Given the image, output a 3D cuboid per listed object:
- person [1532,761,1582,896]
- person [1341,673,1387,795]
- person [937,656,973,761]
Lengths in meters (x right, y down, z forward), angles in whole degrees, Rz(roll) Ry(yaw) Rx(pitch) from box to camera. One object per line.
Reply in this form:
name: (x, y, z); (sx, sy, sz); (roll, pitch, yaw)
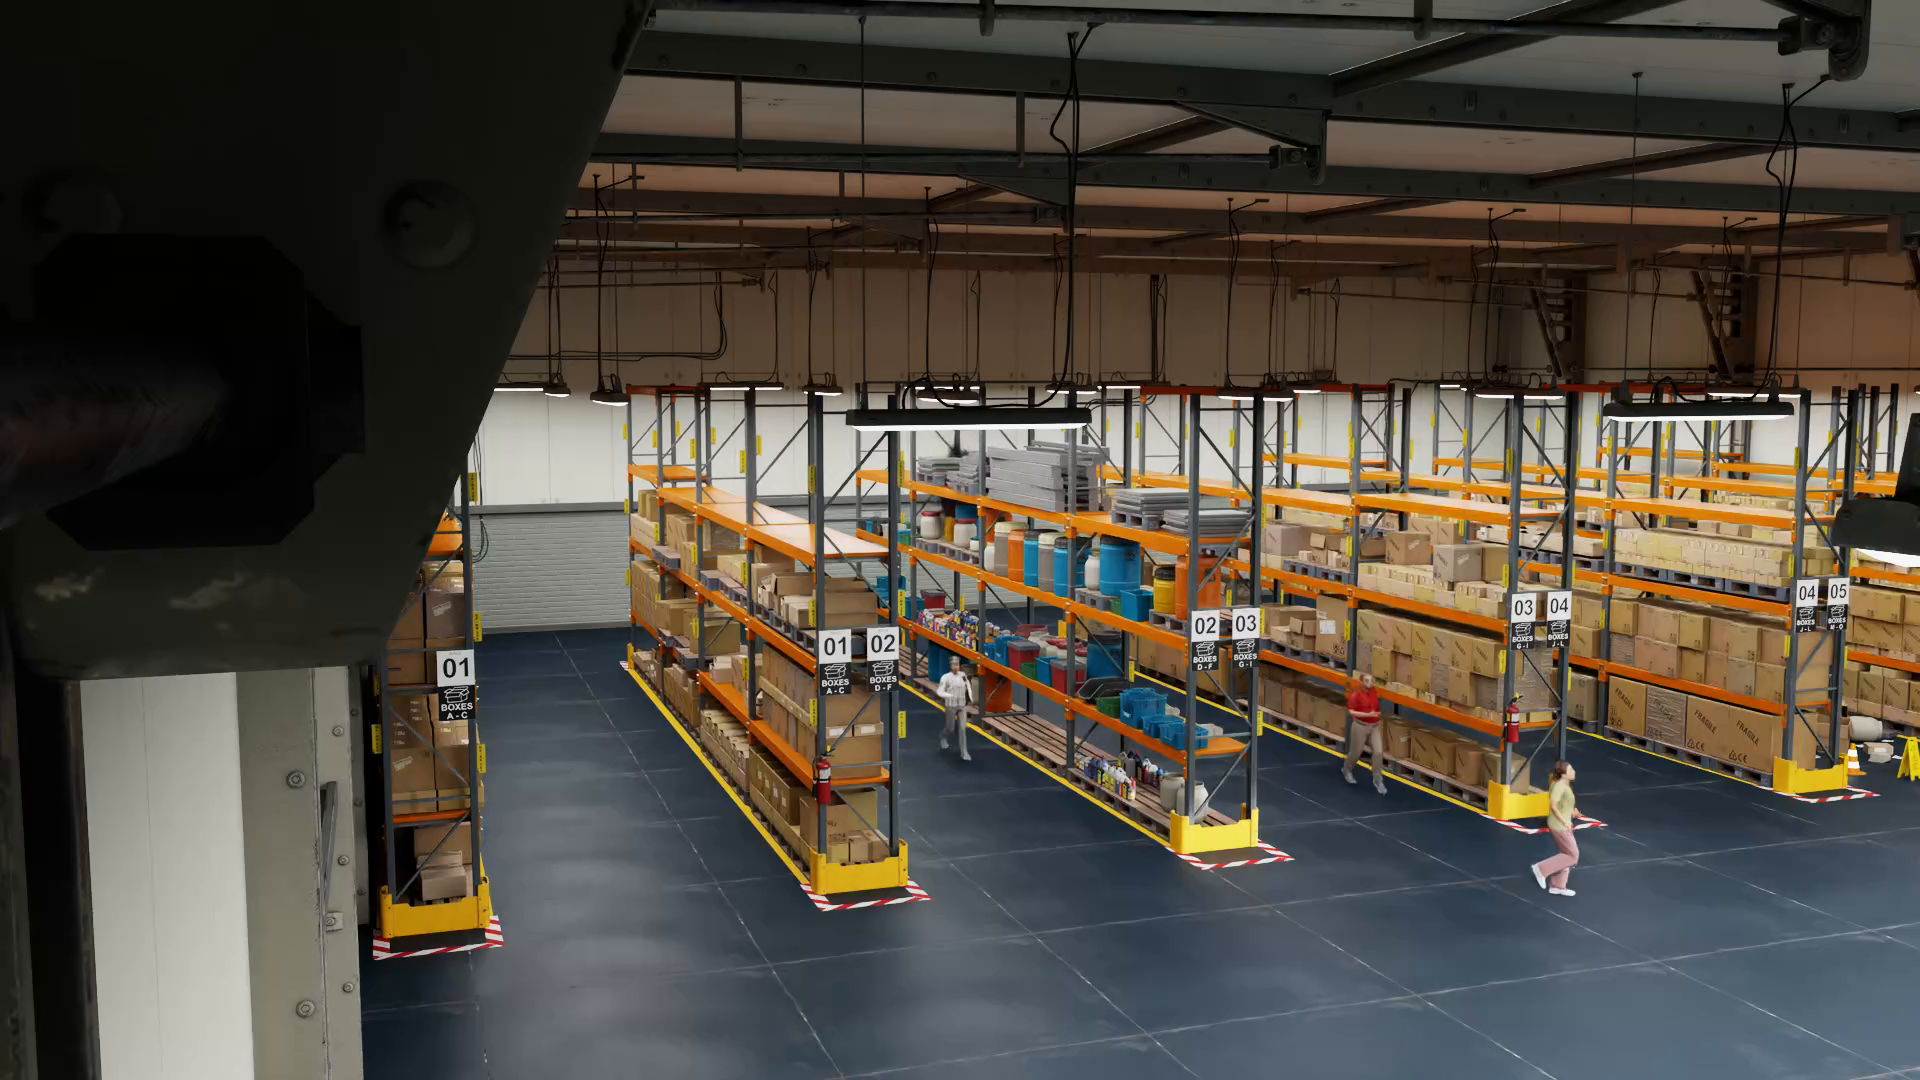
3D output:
person: (7.201, 3.461, 20.045); (0.585, 1.639, 0.574); (1, 6, 12)
person: (6.085, 2.883, 25.037); (0.639, 1.783, 0.861); (-2, 6, -21)
person: (-0.052, 2.684, 26.944); (0.627, 1.636, 1.046); (-2, 6, -19)
